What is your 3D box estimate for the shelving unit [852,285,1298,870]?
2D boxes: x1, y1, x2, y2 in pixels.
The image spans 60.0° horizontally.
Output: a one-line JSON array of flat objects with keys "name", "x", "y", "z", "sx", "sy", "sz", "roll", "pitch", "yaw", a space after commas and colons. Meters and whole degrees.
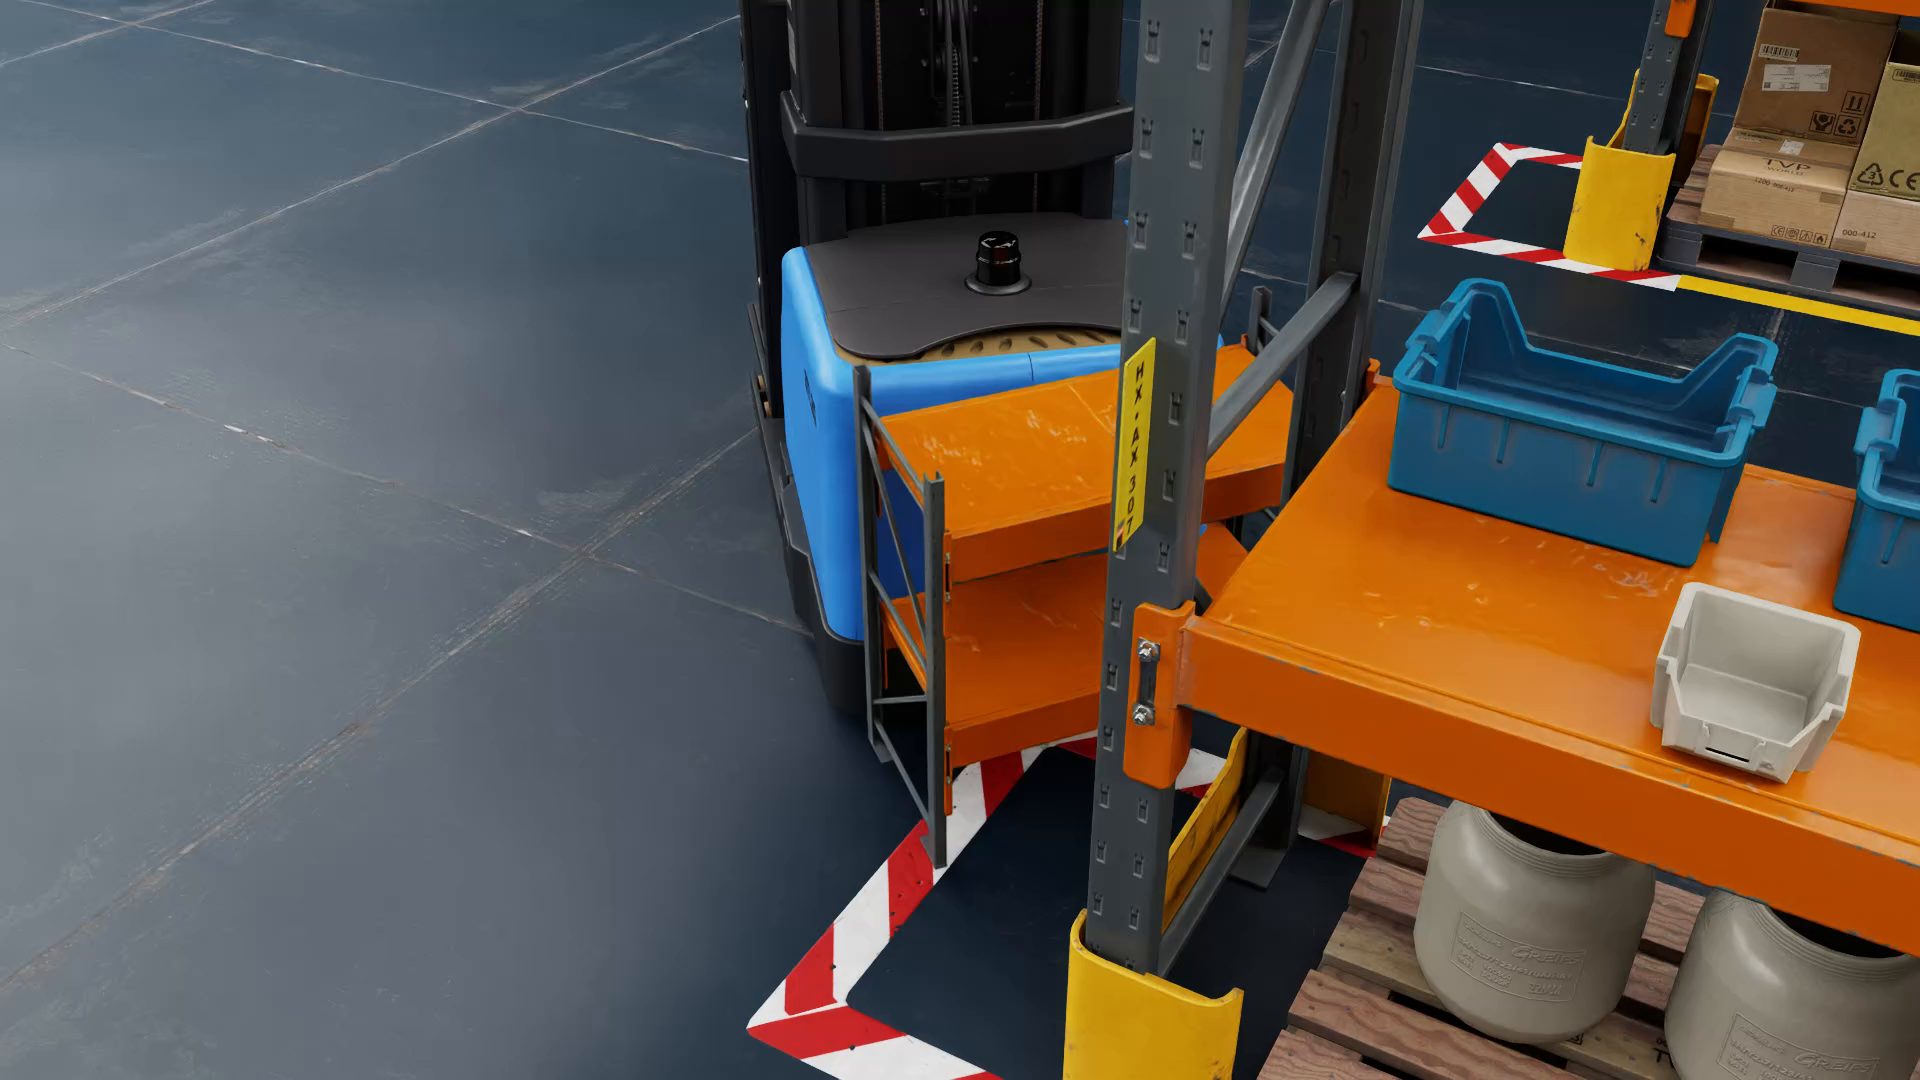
[{"name": "shelving unit", "x": 0.337, "y": 0.089, "z": 4.007, "sx": 1.048, "sy": 1.125, "sz": 0.538, "roll": -13, "pitch": 38, "yaw": -17}]

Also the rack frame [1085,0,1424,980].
[{"name": "rack frame", "x": 0.539, "y": -0.288, "z": 2.977, "sx": 0.127, "sy": 3.000, "sz": 1.000, "roll": 18, "pitch": 37, "yaw": 24}]

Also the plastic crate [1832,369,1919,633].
[{"name": "plastic crate", "x": 1.683, "y": -0.051, "z": 2.755, "sx": 0.408, "sy": 0.251, "sz": 0.499, "roll": 18, "pitch": 37, "yaw": 24}]

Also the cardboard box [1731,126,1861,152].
[{"name": "cardboard box", "x": 3.612, "y": -1.696, "z": 7.192, "sx": 0.500, "sy": 0.250, "sz": 0.500, "roll": 18, "pitch": 37, "yaw": 24}]

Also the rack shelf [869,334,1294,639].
[{"name": "rack shelf", "x": 0.337, "y": -0.147, "z": 3.833, "sx": 1.000, "sy": 0.278, "sz": 0.538, "roll": -13, "pitch": 38, "yaw": -17}]

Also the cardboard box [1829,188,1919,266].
[{"name": "cardboard box", "x": 3.791, "y": -1.311, "z": 6.614, "sx": 0.500, "sy": 0.250, "sz": 0.500, "roll": 18, "pitch": 37, "yaw": 24}]

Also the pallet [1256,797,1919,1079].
[{"name": "pallet", "x": 1.331, "y": 1.097, "z": 3.413, "sx": 1.213, "sy": 0.211, "sz": 1.003, "roll": 18, "pitch": 37, "yaw": 24}]

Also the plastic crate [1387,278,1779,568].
[{"name": "plastic crate", "x": 1.122, "y": -0.233, "z": 3.027, "sx": 0.616, "sy": 0.251, "sz": 0.499, "roll": 18, "pitch": 37, "yaw": 24}]

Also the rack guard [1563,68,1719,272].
[{"name": "rack guard", "x": 2.979, "y": -1.637, "z": 7.257, "sx": 0.348, "sy": 0.500, "sz": 1.175, "roll": 18, "pitch": 37, "yaw": 24}]

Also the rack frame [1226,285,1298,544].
[{"name": "rack frame", "x": 0.810, "y": -0.021, "z": 4.157, "sx": 0.032, "sy": 1.125, "sz": 0.500, "roll": -13, "pitch": 38, "yaw": -17}]

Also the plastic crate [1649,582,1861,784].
[{"name": "plastic crate", "x": 1.156, "y": 0.222, "z": 2.448, "sx": 0.250, "sy": 0.136, "sz": 0.298, "roll": 18, "pitch": 37, "yaw": 24}]

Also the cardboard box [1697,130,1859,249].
[{"name": "cardboard box", "x": 3.355, "y": -1.447, "z": 6.818, "sx": 0.500, "sy": 0.250, "sz": 0.500, "roll": 18, "pitch": 37, "yaw": 24}]

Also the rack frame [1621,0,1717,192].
[{"name": "rack frame", "x": 3.000, "y": -2.671, "z": 6.555, "sx": 0.127, "sy": 3.000, "sz": 1.000, "roll": 18, "pitch": 37, "yaw": 24}]

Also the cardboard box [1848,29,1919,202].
[{"name": "cardboard box", "x": 3.790, "y": -1.622, "z": 6.405, "sx": 0.500, "sy": 0.500, "sz": 0.500, "roll": 18, "pitch": 37, "yaw": 24}]

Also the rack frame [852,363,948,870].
[{"name": "rack frame", "x": -0.136, "y": 0.199, "z": 3.857, "sx": 0.032, "sy": 1.125, "sz": 0.500, "roll": -13, "pitch": 38, "yaw": -17}]

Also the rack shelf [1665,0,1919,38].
[{"name": "rack shelf", "x": 4.736, "y": -1.821, "z": 5.928, "sx": 4.000, "sy": 0.370, "sz": 1.077, "roll": 18, "pitch": 37, "yaw": 24}]

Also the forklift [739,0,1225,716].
[{"name": "forklift", "x": -0.125, "y": -1.562, "z": 4.951, "sx": 1.130, "sy": 2.935, "sz": 3.031, "roll": -6, "pitch": 34, "yaw": -10}]

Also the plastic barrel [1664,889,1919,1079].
[{"name": "plastic barrel", "x": 1.583, "y": 0.854, "z": 3.126, "sx": 0.421, "sy": 0.512, "sz": 0.421, "roll": 0, "pitch": 34, "yaw": 0}]

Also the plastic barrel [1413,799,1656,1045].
[{"name": "plastic barrel", "x": 1.148, "y": 0.717, "z": 3.333, "sx": 0.421, "sy": 0.512, "sz": 0.421, "roll": 0, "pitch": 34, "yaw": 0}]

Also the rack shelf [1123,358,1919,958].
[{"name": "rack shelf", "x": 2.275, "y": 0.561, "z": 2.350, "sx": 4.000, "sy": 0.370, "sz": 1.077, "roll": 18, "pitch": 37, "yaw": 24}]

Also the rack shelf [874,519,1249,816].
[{"name": "rack shelf", "x": 0.337, "y": 0.286, "z": 4.151, "sx": 1.000, "sy": 0.278, "sz": 0.538, "roll": -13, "pitch": 38, "yaw": -17}]

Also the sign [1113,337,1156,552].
[{"name": "sign", "x": 0.262, "y": -0.140, "z": 2.504, "sx": 0.005, "sy": 0.325, "sz": 0.100, "roll": 18, "pitch": 37, "yaw": 24}]

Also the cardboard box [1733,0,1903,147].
[{"name": "cardboard box", "x": 3.613, "y": -2.009, "z": 6.986, "sx": 0.500, "sy": 0.500, "sz": 0.500, "roll": 18, "pitch": 37, "yaw": 24}]

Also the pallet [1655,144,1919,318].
[{"name": "pallet", "x": 3.685, "y": -1.320, "z": 7.042, "sx": 1.213, "sy": 0.211, "sz": 1.003, "roll": 18, "pitch": 37, "yaw": 24}]

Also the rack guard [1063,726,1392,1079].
[{"name": "rack guard", "x": 0.628, "y": 0.750, "z": 3.672, "sx": 0.348, "sy": 0.500, "sz": 1.175, "roll": 18, "pitch": 37, "yaw": 24}]
